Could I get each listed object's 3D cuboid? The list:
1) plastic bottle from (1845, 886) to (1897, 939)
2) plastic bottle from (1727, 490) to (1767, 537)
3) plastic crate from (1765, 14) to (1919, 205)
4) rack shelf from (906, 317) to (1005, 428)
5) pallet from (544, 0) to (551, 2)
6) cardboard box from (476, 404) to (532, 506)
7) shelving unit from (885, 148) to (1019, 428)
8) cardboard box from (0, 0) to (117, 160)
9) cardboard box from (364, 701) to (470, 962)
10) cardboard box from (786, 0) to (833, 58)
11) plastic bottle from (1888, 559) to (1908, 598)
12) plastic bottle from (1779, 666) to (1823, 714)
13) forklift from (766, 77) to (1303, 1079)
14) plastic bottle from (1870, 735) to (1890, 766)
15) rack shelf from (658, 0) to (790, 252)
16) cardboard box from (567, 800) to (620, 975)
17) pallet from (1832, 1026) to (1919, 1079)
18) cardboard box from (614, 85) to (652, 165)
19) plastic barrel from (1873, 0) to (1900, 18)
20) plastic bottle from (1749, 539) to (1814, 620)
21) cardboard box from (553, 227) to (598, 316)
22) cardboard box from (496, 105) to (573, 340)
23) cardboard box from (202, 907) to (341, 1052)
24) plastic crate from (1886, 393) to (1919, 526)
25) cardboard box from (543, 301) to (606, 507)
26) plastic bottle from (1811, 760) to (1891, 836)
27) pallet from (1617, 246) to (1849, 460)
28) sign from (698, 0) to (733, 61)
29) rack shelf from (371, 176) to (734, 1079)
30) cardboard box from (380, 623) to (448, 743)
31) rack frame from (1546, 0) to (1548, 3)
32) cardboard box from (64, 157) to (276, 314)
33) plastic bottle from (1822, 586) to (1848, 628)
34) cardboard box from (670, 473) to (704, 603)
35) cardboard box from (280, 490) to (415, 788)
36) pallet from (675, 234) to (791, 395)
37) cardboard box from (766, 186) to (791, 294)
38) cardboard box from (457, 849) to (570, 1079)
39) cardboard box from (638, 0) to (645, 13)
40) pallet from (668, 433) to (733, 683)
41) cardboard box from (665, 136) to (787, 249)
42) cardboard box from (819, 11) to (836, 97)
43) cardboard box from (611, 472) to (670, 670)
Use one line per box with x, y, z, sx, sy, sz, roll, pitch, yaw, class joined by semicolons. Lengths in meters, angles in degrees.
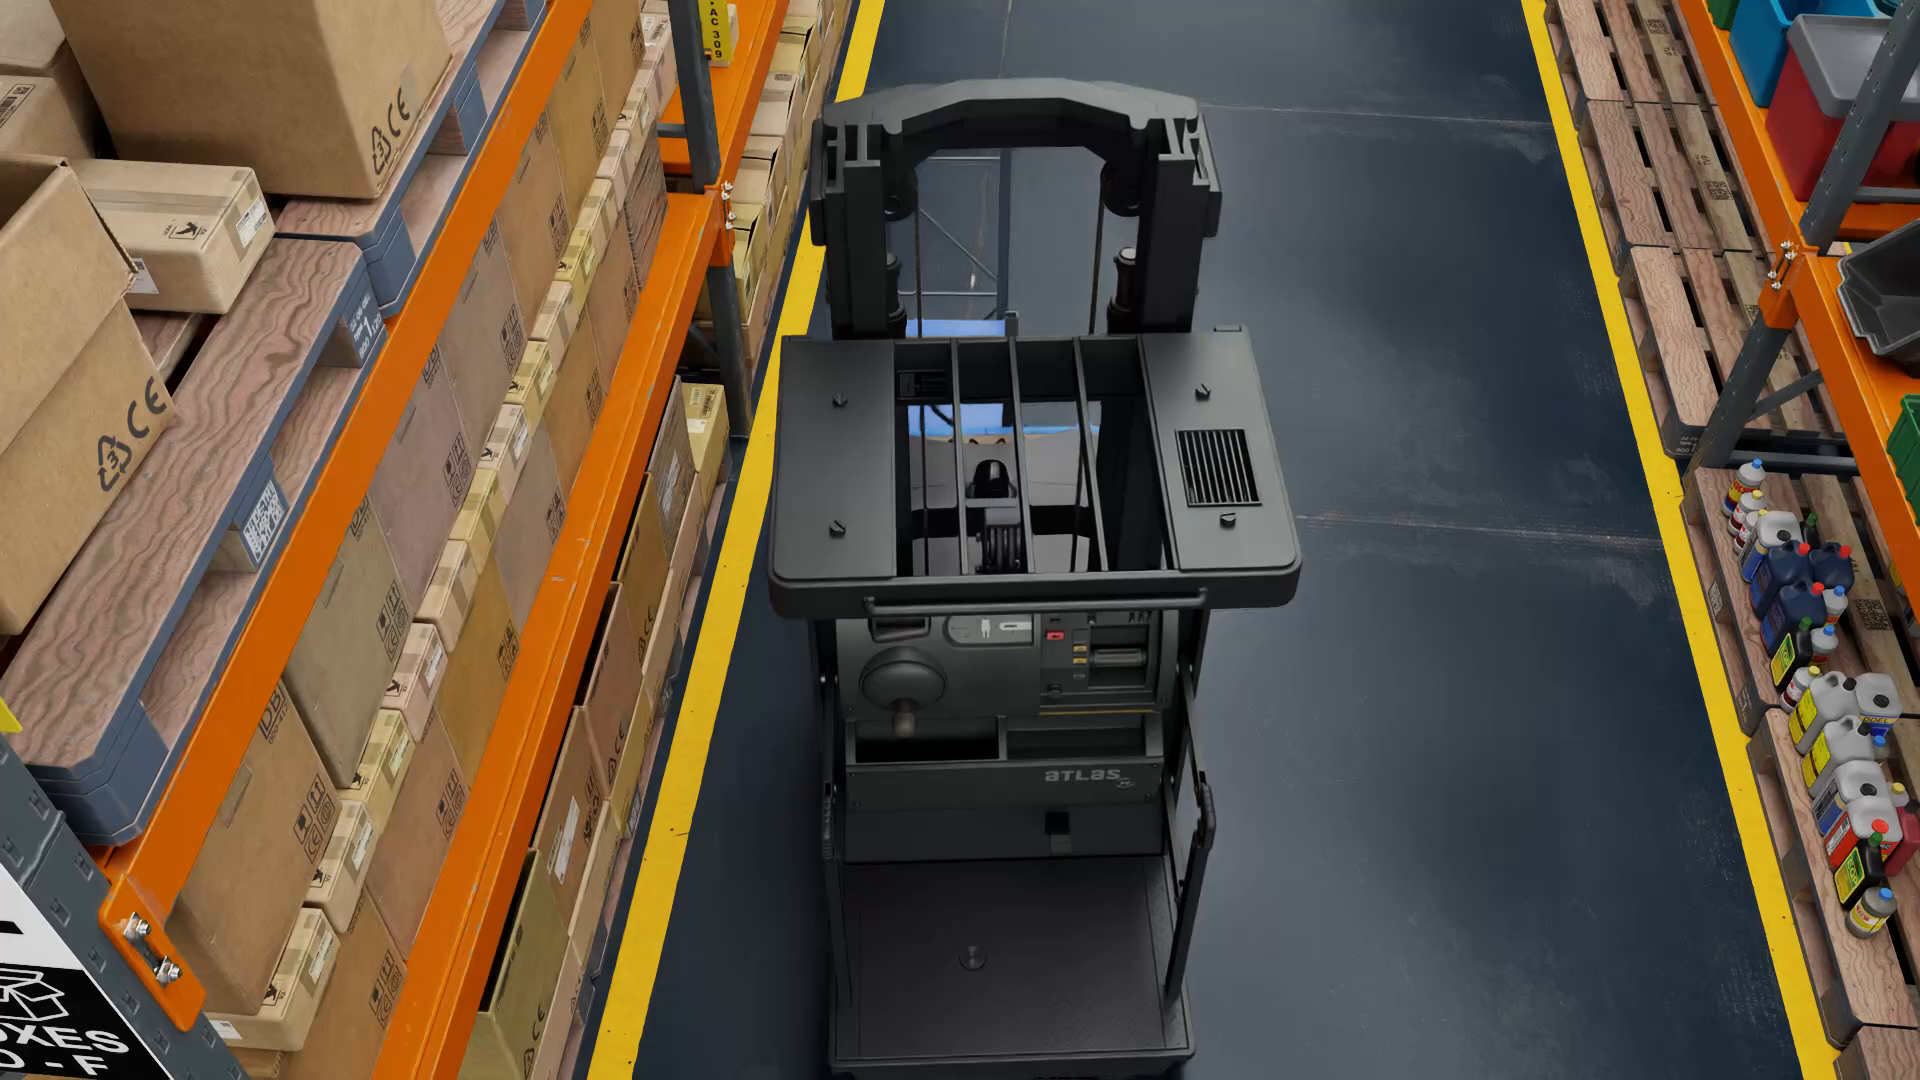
2.896;1.170;5.271;0.097;0.201;0.097;0;48;0;plastic bottle
3.055;-0.111;6.443;0.097;0.201;0.097;0;48;0;plastic bottle
3.269;-1.584;6.149;0.402;0.464;0.583;4;48;4;plastic crate
-0.059;-0.482;6.444;0.538;0.185;1.000;0;48;0;rack shelf
-1.454;-1.876;4.486;1.003;0.211;1.213;4;48;4;pallet
-1.376;-0.239;4.454;0.380;0.149;0.250;4;48;4;cardboard box
-0.059;-0.603;6.311;0.538;1.500;1.048;0;48;0;shelving unit
-1.874;-1.027;3.330;0.500;0.311;0.500;9;48;8;cardboard box
-1.669;0.655;4.076;0.700;0.500;0.500;5;48;5;cardboard box
-0.930;-2.710;8.421;0.500;0.311;0.500;4;48;3;cardboard box
3.615;0.042;6.202;0.144;0.351;0.185;4;48;4;plastic bottle
2.977;0.520;5.866;0.097;0.201;0.097;0;48;0;plastic bottle
0.139;0.432;4.394;1.130;2.935;3.031;-1;48;-1;forklift
3.095;0.739;5.666;0.097;0.201;0.097;0;48;0;plastic bottle
-1.220;-2.749;7.745;1.077;0.370;4.000;4;48;4;rack shelf
-1.409;1.089;5.326;0.500;0.250;0.500;4;48;4;cardboard box
3.205;2.038;4.768;1.003;0.211;1.213;4;48;4;pallet
-1.238;-1.379;5.497;0.380;0.149;0.250;3;48;3;cardboard box
3.803;-2.102;6.759;0.301;0.262;0.301;0;48;0;plastic barrel
3.043;0.124;6.126;0.144;0.351;0.185;5;48;5;plastic bottle
-1.308;-0.813;4.979;0.380;0.149;0.250;4;48;3;cardboard box
-1.528;-0.928;4.645;0.700;0.500;0.500;4;48;4;cardboard box
-1.517;0.891;3.421;0.380;0.149;0.250;4;48;3;cardboard box
3.125;-0.136;5.011;0.450;0.188;0.662;4;48;4;plastic crate
-1.528;-0.473;5.108;0.700;0.500;0.500;5;48;4;cardboard box
2.959;0.859;5.505;0.152;0.276;0.135;3;48;2;plastic bottle
3.563;-0.825;7.387;1.003;0.211;1.213;4;48;4;pallet
-0.850;-1.805;5.754;0.100;0.325;0.005;4;48;4;sign
-1.585;0.190;5.057;1.077;0.370;4.000;4;48;4;rack shelf
-1.446;0.328;3.936;0.380;0.149;0.250;3;48;3;cardboard box
3.895;-4.126;8.517;1.000;3.000;0.127;4;48;4;rack frame
-1.484;-0.552;3.006;0.380;0.149;0.250;4;48;4;cardboard box
3.150;0.266;6.051;0.097;0.271;0.097;0;48;0;plastic bottle
-1.282;-0.014;6.335;0.500;0.250;0.500;4;48;4;cardboard box
-1.664;0.178;3.634;0.700;0.500;0.500;3;48;3;cardboard box
-1.374;-1.125;7.662;1.003;0.211;1.213;4;48;4;pallet
-1.071;-1.391;7.594;0.500;0.250;0.500;5;48;5;cardboard box
-1.453;1.204;4.713;0.500;0.500;0.500;4;48;4;cardboard box
-1.505;-2.135;6.787;0.396;0.266;0.258;3;48;3;cardboard box
-1.517;0.000;6.632;1.003;0.211;1.213;4;48;4;pallet
-1.066;-1.580;7.387;0.500;0.311;0.500;3;48;3;cardboard box
-0.935;-2.524;8.630;0.500;0.250;0.500;5;48;4;cardboard box
-1.326;0.101;5.722;0.500;0.500;0.500;4;48;4;cardboard box
